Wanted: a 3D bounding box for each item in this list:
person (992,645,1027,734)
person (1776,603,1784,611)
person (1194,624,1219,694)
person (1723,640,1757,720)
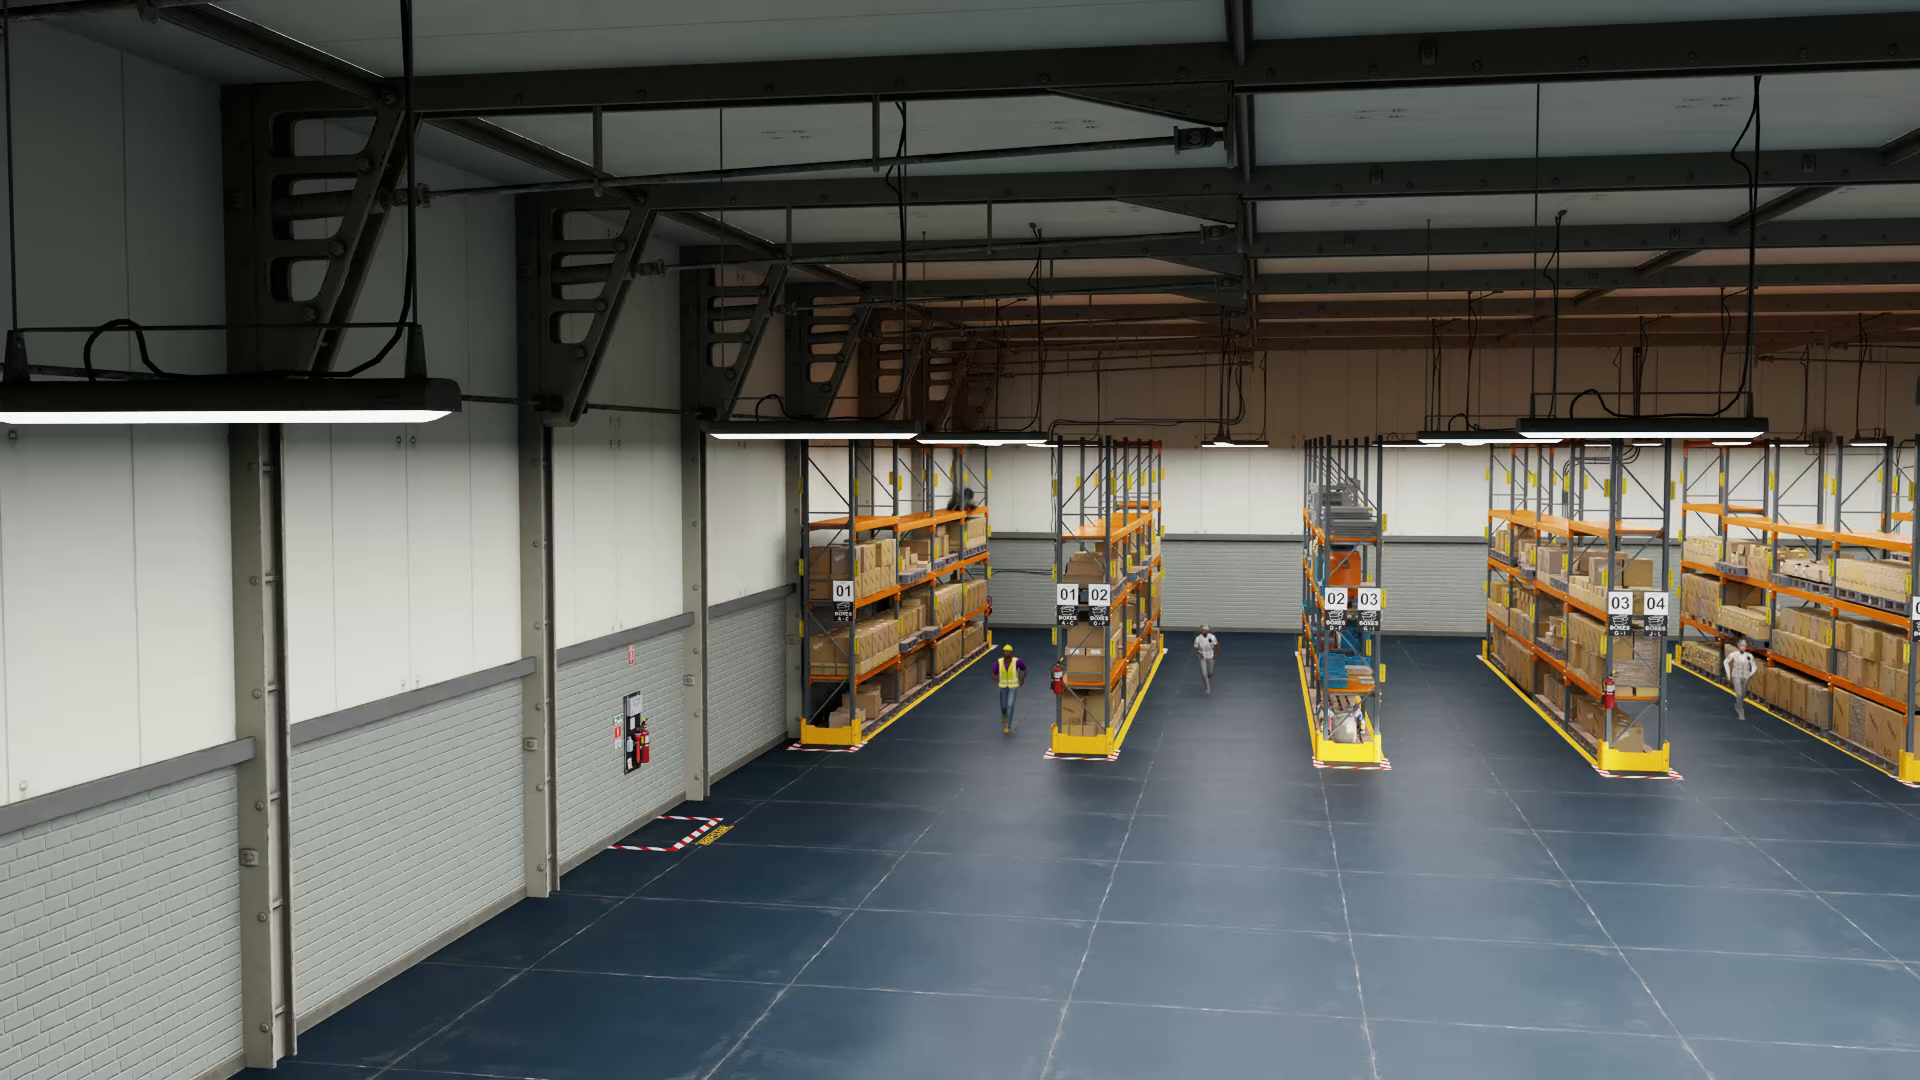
[{"bbox_3d":[1.001,3.013,33.942,0.709,1.766,0.934,1,3,13],"label":"person"},{"bbox_3d":[21.156,2.523,43.167,0.675,1.769,0.665,1,3,10],"label":"person"},{"bbox_3d":[5.823,2.798,39.327,0.606,1.656,0.654,0,3,3],"label":"person"},{"bbox_3d":[16.714,2.988,35.622,0.631,1.735,0.827,1,3,10],"label":"person"}]
